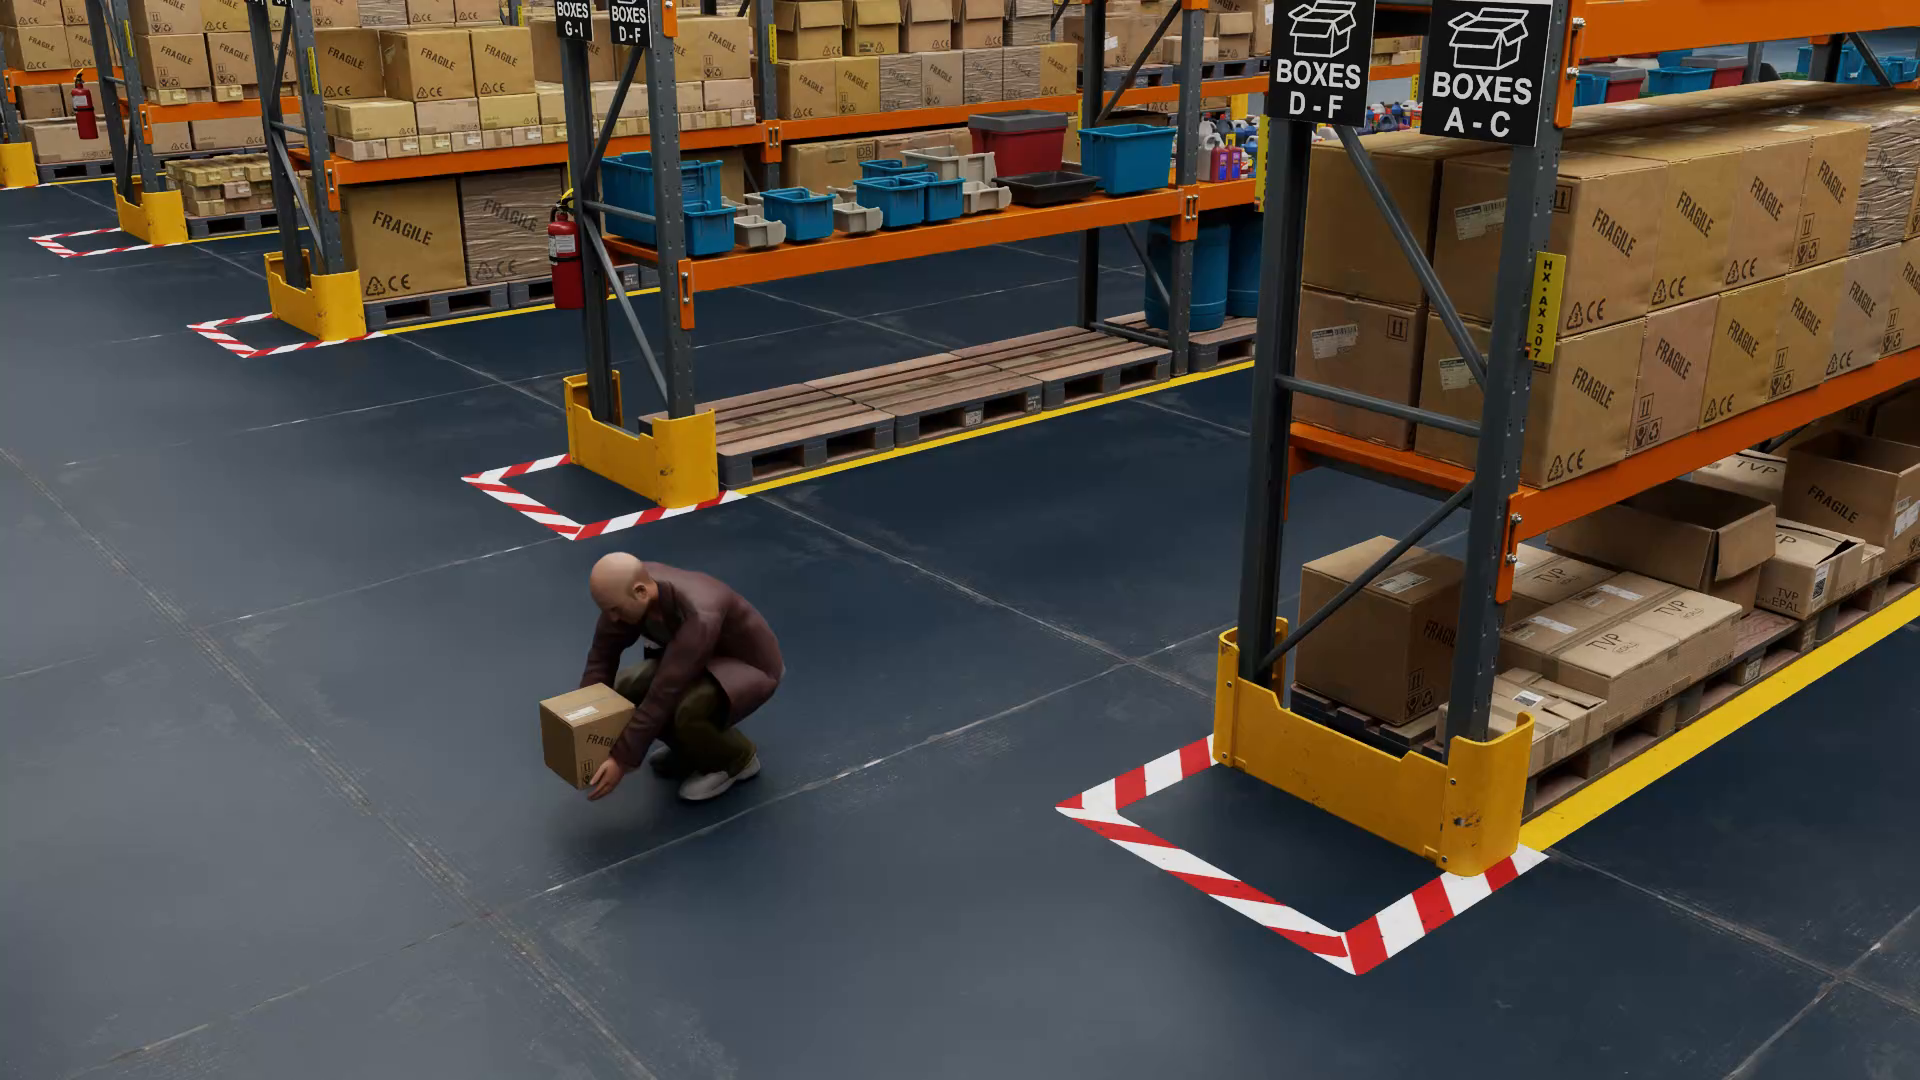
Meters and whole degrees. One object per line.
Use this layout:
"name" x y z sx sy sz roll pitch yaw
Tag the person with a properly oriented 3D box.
"person" -1.043 0.451 6.027 0.895 0.992 0.600 -17 26 -38
